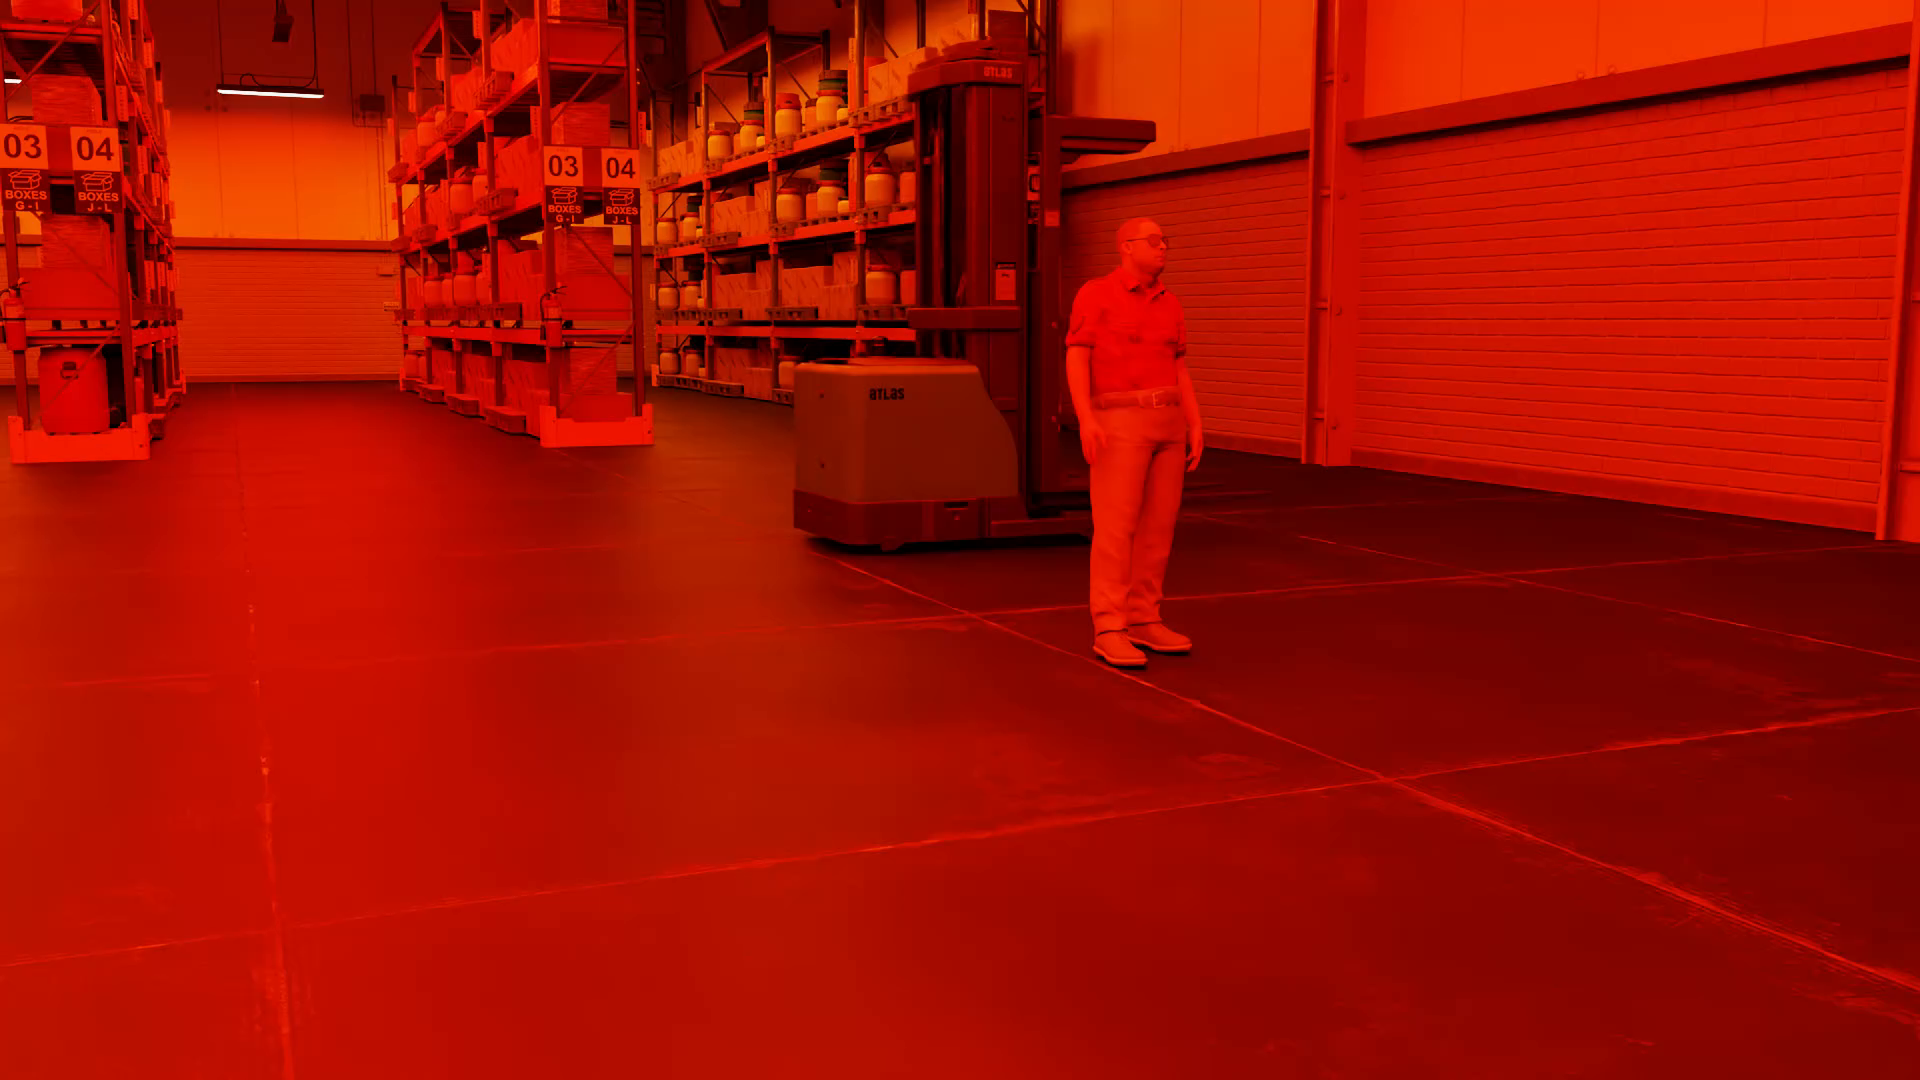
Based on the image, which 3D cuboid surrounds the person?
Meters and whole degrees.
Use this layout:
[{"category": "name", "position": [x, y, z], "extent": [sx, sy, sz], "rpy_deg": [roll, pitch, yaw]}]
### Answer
[{"category": "person", "position": [0.759, -0.413, 6.619], "extent": [0.640, 1.727, 0.551], "rpy_deg": [-5, 9, -34]}]

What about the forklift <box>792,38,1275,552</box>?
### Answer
[{"category": "forklift", "position": [0.531, -1.493, 10.267], "extent": [3.031, 2.935, 1.130], "rpy_deg": [-4, 8, -25]}]
